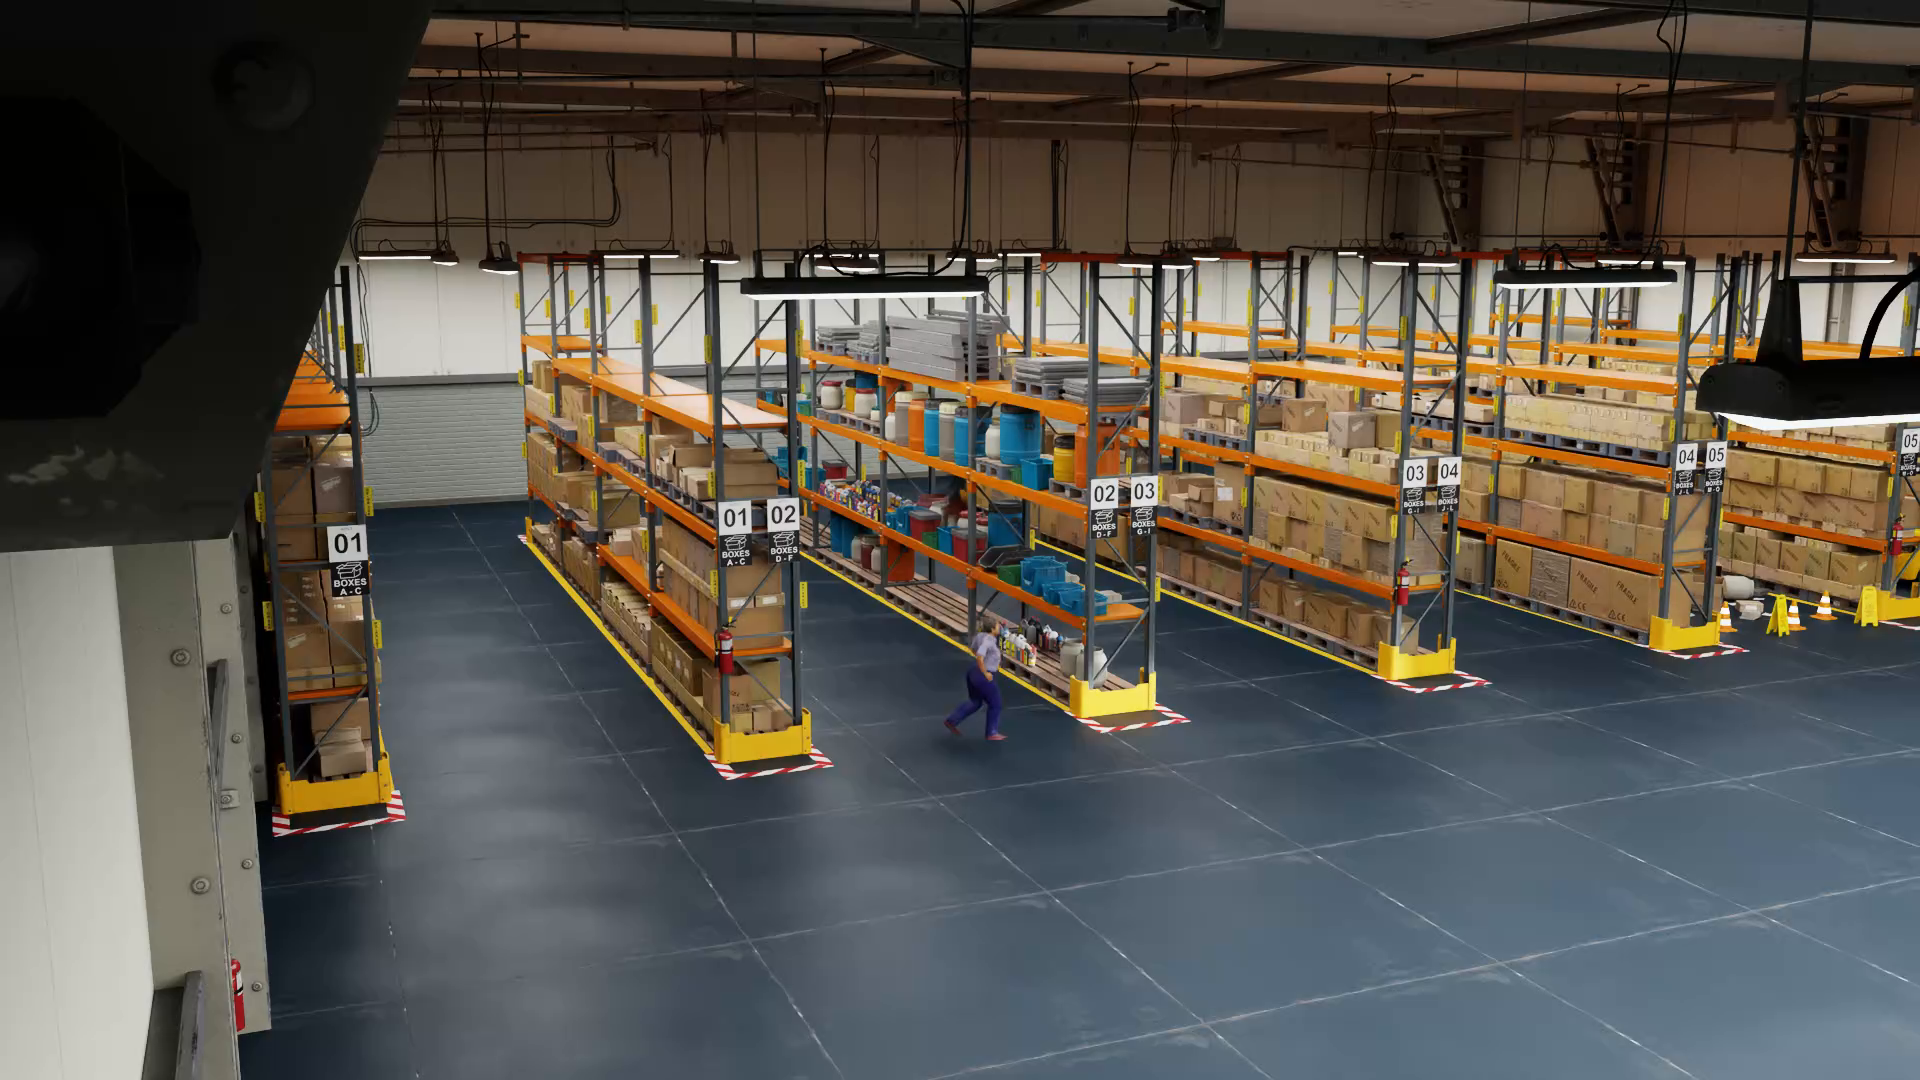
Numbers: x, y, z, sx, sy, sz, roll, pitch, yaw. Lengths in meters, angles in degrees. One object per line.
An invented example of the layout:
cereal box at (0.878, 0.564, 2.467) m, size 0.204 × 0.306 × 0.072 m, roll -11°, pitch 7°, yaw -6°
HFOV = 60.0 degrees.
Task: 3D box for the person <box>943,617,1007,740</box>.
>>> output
person at (0.211, 1.766, 20.877) m, size 0.823 × 1.622 × 0.624 m, roll -2°, pitch 11°, yaw -9°

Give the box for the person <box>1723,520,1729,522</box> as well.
person at (15.336, -0.461, 33.177) m, size 0.606 × 1.600 × 0.630 m, roll -6°, pitch 12°, yaw -28°
